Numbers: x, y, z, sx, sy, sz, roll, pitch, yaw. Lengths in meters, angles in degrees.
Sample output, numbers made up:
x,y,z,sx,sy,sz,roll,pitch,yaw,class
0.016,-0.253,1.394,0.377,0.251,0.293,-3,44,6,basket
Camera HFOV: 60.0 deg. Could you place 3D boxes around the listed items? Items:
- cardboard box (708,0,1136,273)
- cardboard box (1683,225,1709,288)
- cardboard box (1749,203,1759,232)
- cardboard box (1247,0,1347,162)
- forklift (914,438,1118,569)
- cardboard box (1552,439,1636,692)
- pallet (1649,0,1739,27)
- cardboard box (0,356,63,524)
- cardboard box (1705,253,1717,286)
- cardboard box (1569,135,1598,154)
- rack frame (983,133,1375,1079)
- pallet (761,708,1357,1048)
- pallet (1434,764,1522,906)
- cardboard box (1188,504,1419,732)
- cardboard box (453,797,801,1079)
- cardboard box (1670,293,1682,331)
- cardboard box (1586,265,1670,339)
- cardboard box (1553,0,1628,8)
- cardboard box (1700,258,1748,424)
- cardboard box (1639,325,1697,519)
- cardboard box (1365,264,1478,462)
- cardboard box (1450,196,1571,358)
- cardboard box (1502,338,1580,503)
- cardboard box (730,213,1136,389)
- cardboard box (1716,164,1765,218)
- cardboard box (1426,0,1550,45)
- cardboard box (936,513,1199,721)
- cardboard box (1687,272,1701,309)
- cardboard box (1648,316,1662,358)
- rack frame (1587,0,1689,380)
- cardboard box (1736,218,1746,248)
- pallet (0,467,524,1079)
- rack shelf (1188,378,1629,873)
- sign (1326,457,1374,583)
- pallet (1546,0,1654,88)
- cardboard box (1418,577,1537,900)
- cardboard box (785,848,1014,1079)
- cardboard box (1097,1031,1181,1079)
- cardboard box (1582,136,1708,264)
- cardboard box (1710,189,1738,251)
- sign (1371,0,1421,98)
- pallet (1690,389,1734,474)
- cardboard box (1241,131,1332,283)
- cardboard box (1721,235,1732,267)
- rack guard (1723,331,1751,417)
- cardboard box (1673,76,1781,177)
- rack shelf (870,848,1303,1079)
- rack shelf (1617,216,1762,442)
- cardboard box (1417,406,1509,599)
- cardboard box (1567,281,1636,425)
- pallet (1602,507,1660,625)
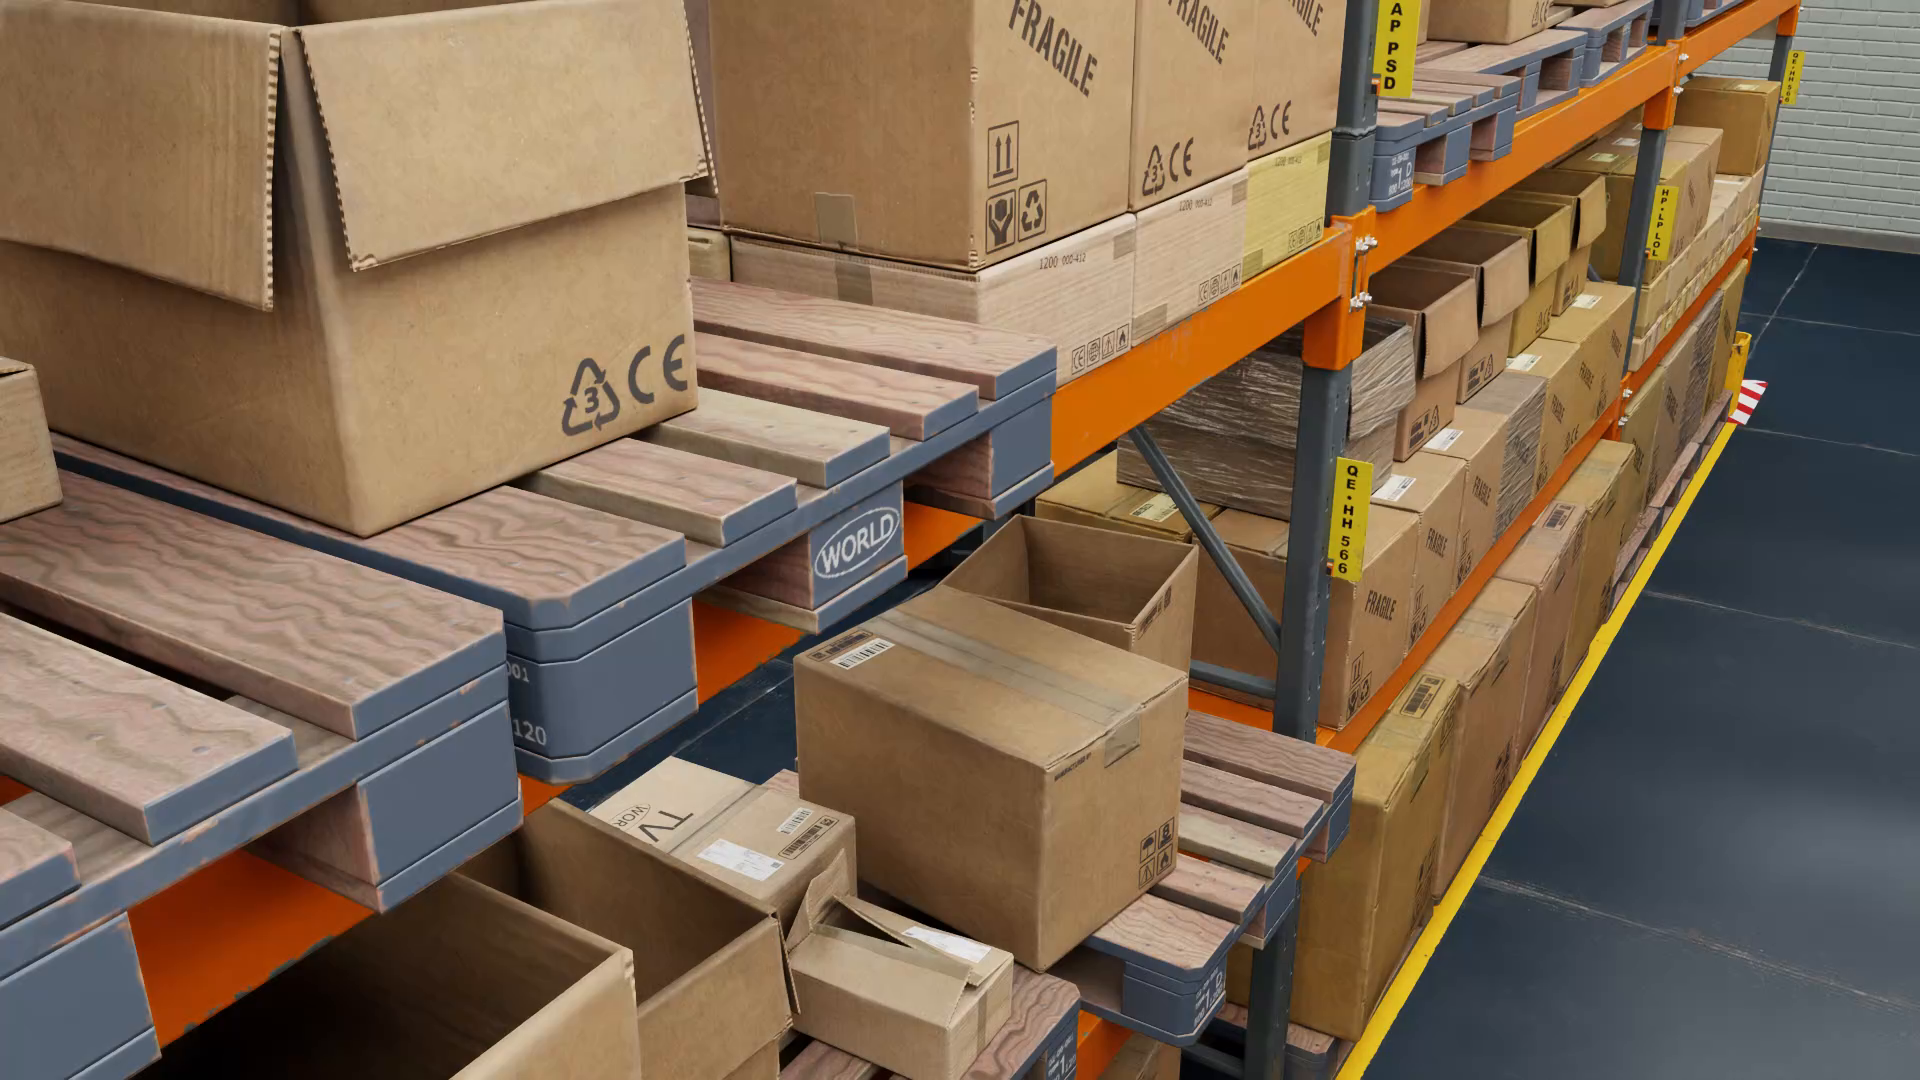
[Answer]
x,y,z,sx,sy,sz,roll,pitch,yaw,class
-0.053,-0.765,2.710,0.500,0.500,0.500,14,27,30,cardboard box
3.637,-1.530,8.822,0.500,0.250,0.500,15,27,30,cardboard box
4.833,-2.061,10.552,0.380,0.149,0.250,14,27,30,cardboard box
0.482,-1.104,3.494,0.500,0.500,0.500,15,27,30,cardboard box
0.623,-1.331,8.636,3.031,2.935,1.130,1,23,3,forklift
2.311,-0.013,7.650,1.225,0.875,0.875,14,27,29,cardboard box
3.072,-2.625,7.875,1.003,0.211,1.213,14,27,29,pallet
-1.177,-0.161,1.712,0.396,0.266,0.258,15,28,31,cardboard box
4.027,-1.545,9.360,0.380,0.149,0.250,14,27,30,cardboard box
2.915,-1.807,8.519,0.500,0.500,0.500,14,27,29,cardboard box
0.522,0.334,4.702,1.000,3.000,0.127,14,27,29,rack frame
0.236,0.685,4.133,1.213,0.211,1.003,14,27,29,pallet
1.646,0.954,6.781,1.003,0.211,1.213,14,27,29,pallet
1.009,0.182,4.929,0.500,0.500,0.500,15,27,30,cardboard box
-0.752,0.840,2.875,0.797,0.503,0.637,17,29,34,cardboard box
3.484,-1.197,8.556,0.380,0.149,0.250,13,27,28,cardboard box
3.102,-1.187,8.031,0.500,0.250,0.500,13,27,28,cardboard box
2.334,-2.433,6.664,0.700,0.500,0.500,15,27,30,cardboard box
4.472,-1.351,10.740,0.875,0.875,0.875,14,27,29,cardboard box
3.522,-0.743,9.337,0.875,0.875,0.875,14,27,29,cardboard box
1.267,-0.635,5.552,0.797,0.503,0.637,15,27,30,cardboard box
1.930,-1.075,6.570,0.797,0.503,0.637,14,27,30,cardboard box
2.080,-0.503,6.510,0.500,0.500,0.500,14,27,28,cardboard box
-0.038,-0.422,2.863,0.500,0.250,0.500,15,27,30,cardboard box
4.711,-2.214,10.403,0.500,0.250,0.500,13,27,28,cardboard box
1.581,-1.976,5.605,0.797,0.503,0.637,13,27,28,cardboard box
0.271,0.286,4.158,0.500,0.500,0.500,10,25,23,cardboard box
3.753,-1.368,8.951,0.380,0.149,0.250,14,27,30,cardboard box
3.209,-1.019,8.145,0.380,0.149,0.250,13,27,27,cardboard box
2.632,-1.016,7.820,1.000,3.000,0.127,14,27,29,rack frame
4.564,-1.888,10.152,0.380,0.149,0.250,14,27,29,cardboard box
-1.172,0.208,1.454,1.213,0.211,1.003,14,27,29,pallet
1.577,-0.010,6.404,1.077,0.370,4.000,14,27,29,rack shelf
0.988,-0.050,4.232,0.100,0.325,0.005,14,27,29,sign
2.190,-1.985,6.524,0.805,0.209,1.217,13,26,27,pallet
1.380,0.589,6.260,1.225,0.875,0.875,14,27,29,cardboard box
-0.129,0.823,3.214,0.396,0.266,0.258,13,27,27,cardboard box
0.185,1.510,4.579,0.700,0.500,0.500,12,26,26,cardboard box
3.368,-1.700,8.272,0.500,0.500,0.500,14,27,29,cardboard box
4.175,-1.871,9.611,0.500,0.250,0.500,13,27,27,cardboard box
0.982,-1.165,3.739,0.100,0.325,0.005,14,27,29,sign
4.386,-0.800,10.832,1.003,0.211,1.213,14,27,29,pallet
0.479,-0.761,3.646,0.500,0.250,0.500,14,27,29,cardboard box
4.296,-1.716,9.755,0.380,0.149,0.250,13,27,28,cardboard box
4.754,-1.227,11.454,1.175,0.500,0.348,14,27,29,rack guard
4.708,-2.558,10.254,0.500,0.500,0.500,14,27,30,cardboard box
-0.533,1.340,3.285,1.077,0.370,4.000,14,27,29,rack shelf
3.687,-1.360,9.523,1.077,0.370,4.000,14,27,29,rack shelf
1.547,-0.167,5.733,0.500,0.500,0.500,13,27,28,cardboard box
2.617,-0.846,7.304,0.500,0.500,0.500,14,27,29,cardboard box
3.099,0.024,8.929,1.003,0.211,1.213,14,27,29,pallet
